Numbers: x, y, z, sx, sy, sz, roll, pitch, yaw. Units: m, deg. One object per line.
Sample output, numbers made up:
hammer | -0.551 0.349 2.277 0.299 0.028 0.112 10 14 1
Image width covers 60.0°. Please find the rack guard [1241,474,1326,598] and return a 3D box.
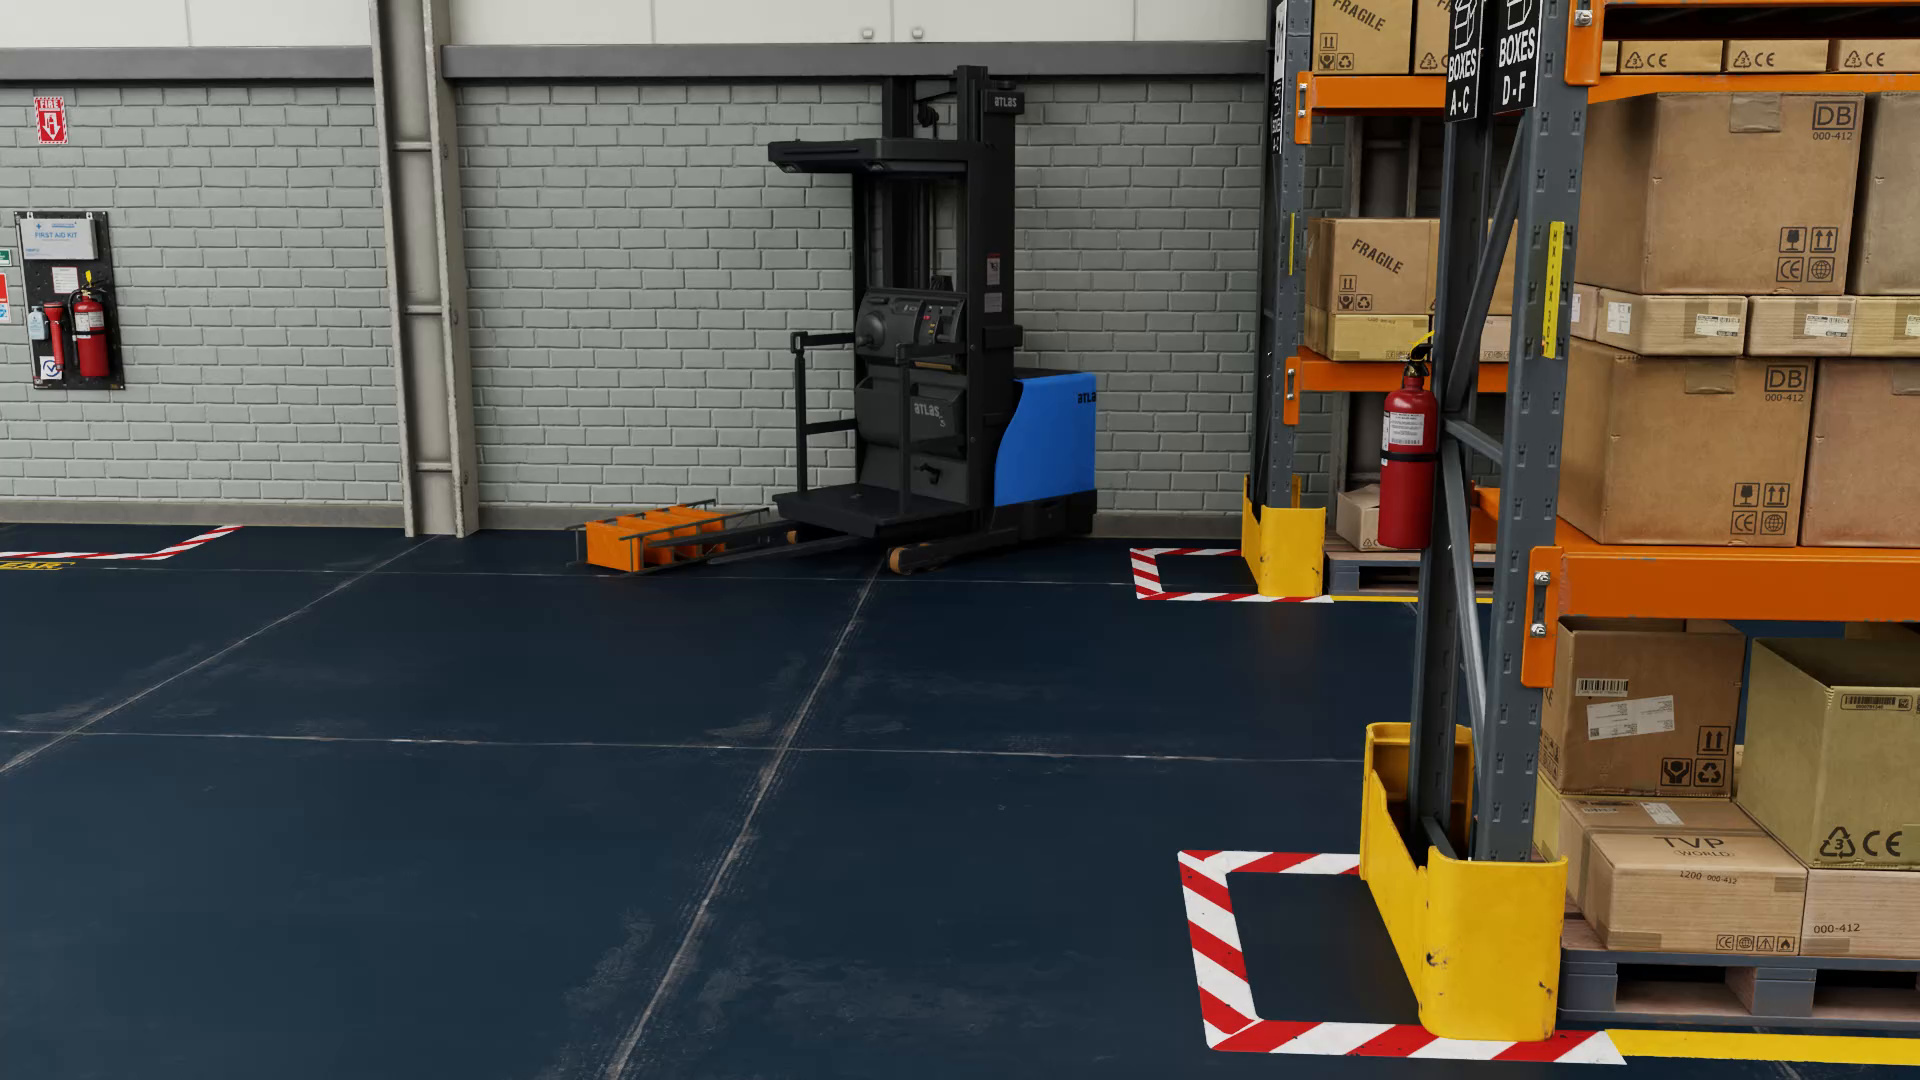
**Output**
rack guard | 1.885 -0.046 9.765 0.348 0.500 1.175 1 12 4

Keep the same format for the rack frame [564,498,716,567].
rack frame | -1.960 -0.056 10.315 0.015 0.240 1.200 9 15 38

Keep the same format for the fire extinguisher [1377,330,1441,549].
fire extinguisher | 1.395 -0.317 5.146 0.183 0.674 0.296 1 12 4

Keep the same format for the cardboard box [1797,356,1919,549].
cardboard box | 2.471 -0.292 4.593 0.500 0.500 0.700 1 12 5

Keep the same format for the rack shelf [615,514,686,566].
rack shelf | -1.867 0.001 10.046 0.480 0.258 0.148 9 15 38

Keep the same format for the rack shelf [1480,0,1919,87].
rack shelf | 3.478 -1.347 4.312 4.000 0.370 1.077 1 12 4

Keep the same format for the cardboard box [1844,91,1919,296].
cardboard box | 2.525 -0.926 4.458 0.500 0.500 0.700 0 12 2

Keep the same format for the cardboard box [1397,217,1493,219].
cardboard box | 2.795 -1.602 9.585 0.500 0.500 0.500 1 12 5

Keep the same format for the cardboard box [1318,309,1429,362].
cardboard box | 2.275 -1.135 9.186 0.500 0.250 0.500 0 12 2

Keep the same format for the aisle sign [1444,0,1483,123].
aisle sign | 1.436 -1.592 4.701 0.004 0.787 0.394 1 12 4

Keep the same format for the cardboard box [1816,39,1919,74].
cardboard box | 4.776 -2.708 8.771 0.500 0.500 0.500 0 12 -1

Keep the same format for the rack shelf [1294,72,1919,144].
rack shelf | 3.805 -2.359 9.150 4.000 0.370 1.077 1 12 4

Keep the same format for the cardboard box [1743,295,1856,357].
cardboard box | 2.123 -0.572 4.349 0.250 0.149 0.380 0 12 2

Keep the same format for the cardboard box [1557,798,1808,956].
cardboard box | 2.002 0.935 4.662 0.500 0.250 0.500 1 12 4

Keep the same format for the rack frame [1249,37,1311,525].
rack frame | 1.809 -1.270 9.514 0.127 3.000 1.000 1 12 4

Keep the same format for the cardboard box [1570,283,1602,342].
cardboard box | 1.876 -0.658 4.761 0.250 0.149 0.380 1 12 3

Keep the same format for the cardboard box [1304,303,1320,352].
cardboard box | 2.289 -1.240 9.686 0.500 0.250 0.500 1 12 5

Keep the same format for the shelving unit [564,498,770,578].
shelving unit | -1.769 -0.024 10.166 0.503 0.258 1.200 9 15 38

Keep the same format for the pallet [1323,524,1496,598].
pallet | 2.693 0.114 9.707 1.213 0.211 1.003 1 12 4

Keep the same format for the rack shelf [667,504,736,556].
rack shelf | -1.603 -0.067 10.369 0.480 0.258 0.148 9 15 38

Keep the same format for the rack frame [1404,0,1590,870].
rack frame | 1.482 -0.258 4.676 0.127 3.000 1.000 1 12 4

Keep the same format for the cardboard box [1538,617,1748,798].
cardboard box | 2.037 0.462 5.094 0.500 0.500 0.500 1 12 4

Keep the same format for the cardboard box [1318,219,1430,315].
cardboard box | 2.266 -1.506 9.126 0.500 0.500 0.500 1 12 4

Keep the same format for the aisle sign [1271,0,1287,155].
aisle sign | 1.717 -2.482 8.960 0.004 0.787 0.394 1 12 4

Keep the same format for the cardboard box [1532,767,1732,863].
cardboard box | 2.037 0.829 5.168 0.500 0.250 0.500 1 12 4

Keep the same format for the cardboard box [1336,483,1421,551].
cardboard box | 2.494 -0.142 9.611 0.500 0.311 0.500 -1 12 -3

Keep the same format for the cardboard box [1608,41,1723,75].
cardboard box | 3.714 -2.718 8.815 0.500 0.500 0.500 2 12 7

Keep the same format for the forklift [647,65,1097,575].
forklift | -0.462 -1.348 10.051 3.031 2.935 1.130 -11 16 -42

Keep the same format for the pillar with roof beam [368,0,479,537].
pillar with roof beam | -3.709 -3.576 5.887 0.400 9.000 9.100 1 12 4

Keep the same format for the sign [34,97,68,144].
sign | -5.886 -2.716 10.765 0.199 0.298 0.001 1 12 4

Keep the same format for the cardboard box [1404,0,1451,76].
cardboard box | 2.660 -2.727 8.859 0.500 0.500 0.500 2 12 8

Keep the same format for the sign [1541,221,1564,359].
sign | 1.439 -0.607 4.038 0.005 0.325 0.100 1 12 4
